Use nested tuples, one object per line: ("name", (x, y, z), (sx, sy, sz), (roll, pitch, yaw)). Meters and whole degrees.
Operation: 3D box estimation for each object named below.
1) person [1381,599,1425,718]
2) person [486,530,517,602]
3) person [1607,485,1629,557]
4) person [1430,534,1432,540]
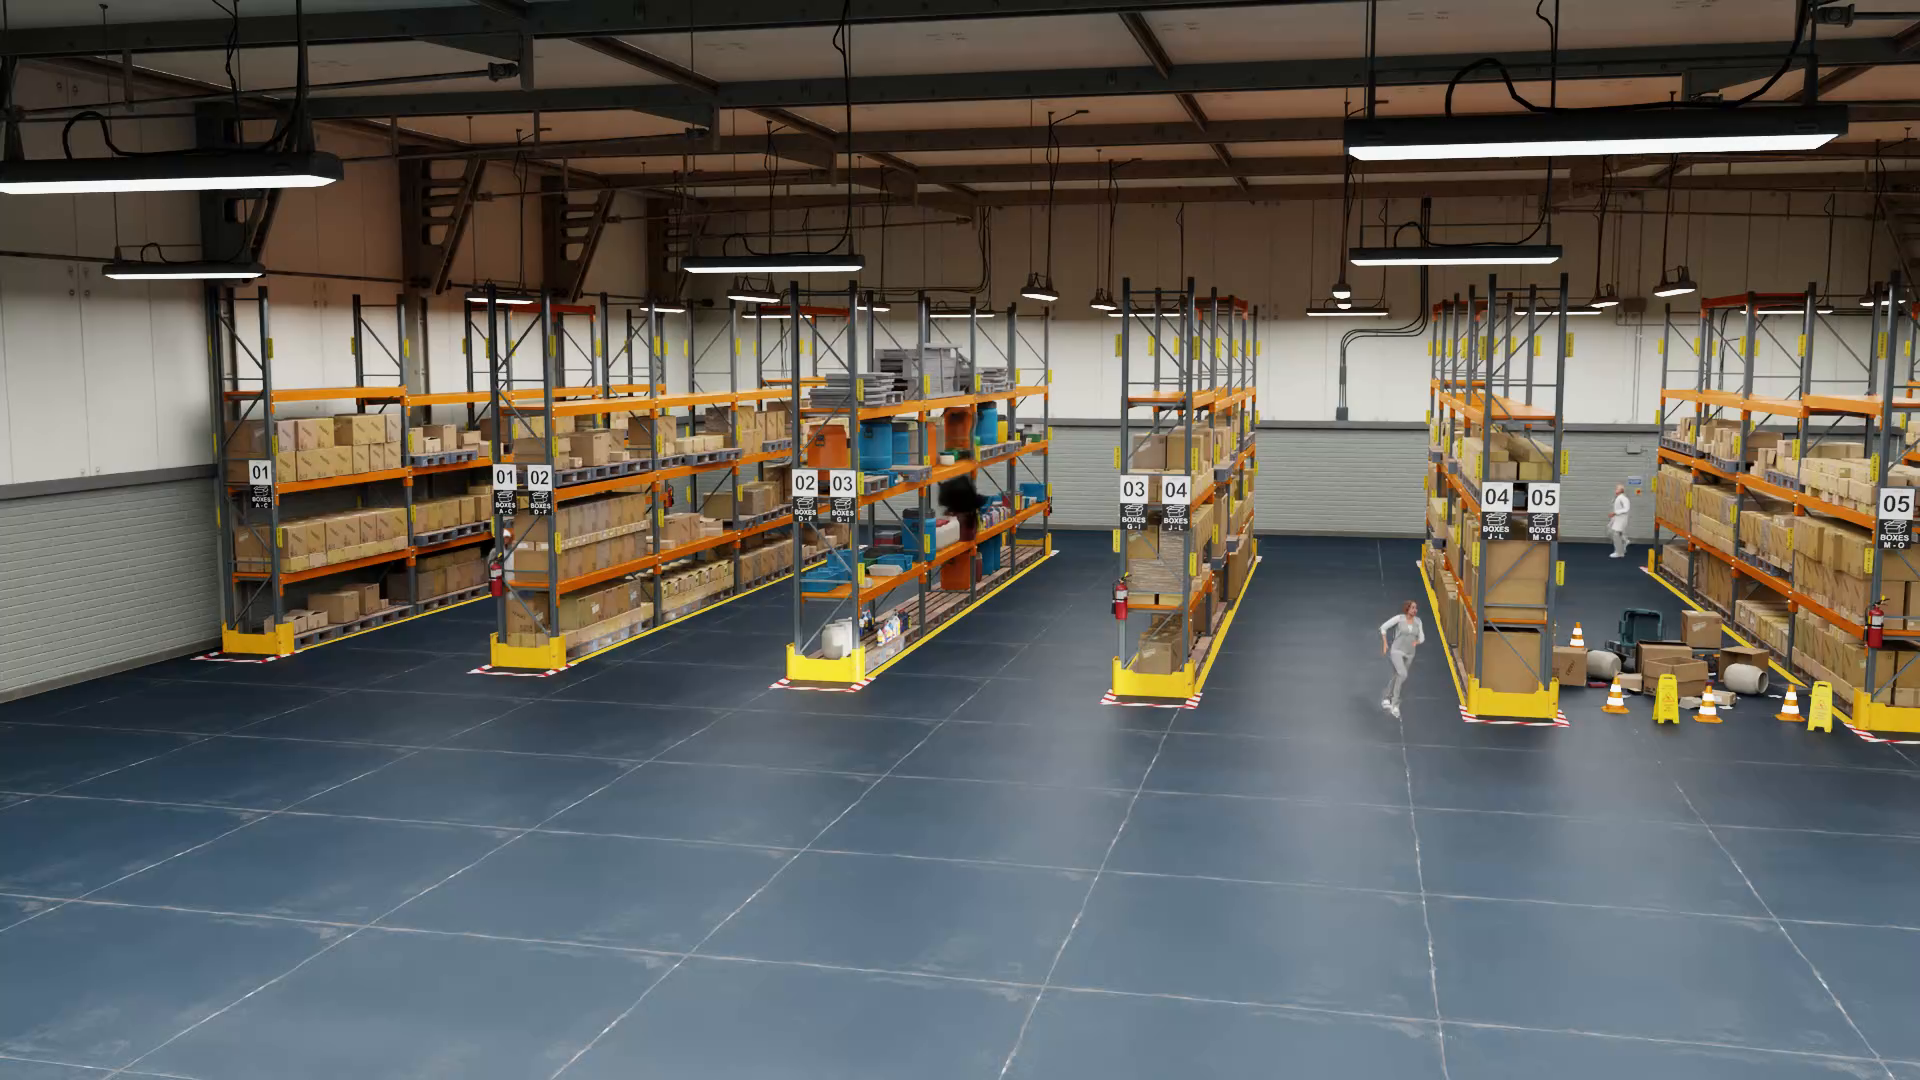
("person", (6.103, 1.596, 22.903), (0.548, 1.578, 0.683), (-1, 7, -12))
("person", (-8.085, 0.716, 29.634), (0.644, 1.824, 0.805), (0, 7, -4))
("person", (15.870, -0.458, 40.060), (0.656, 1.747, 0.699), (0, 7, -2))
("person", (11.465, -0.319, 39.461), (0.720, 1.715, 0.594), (0, 7, -2))
